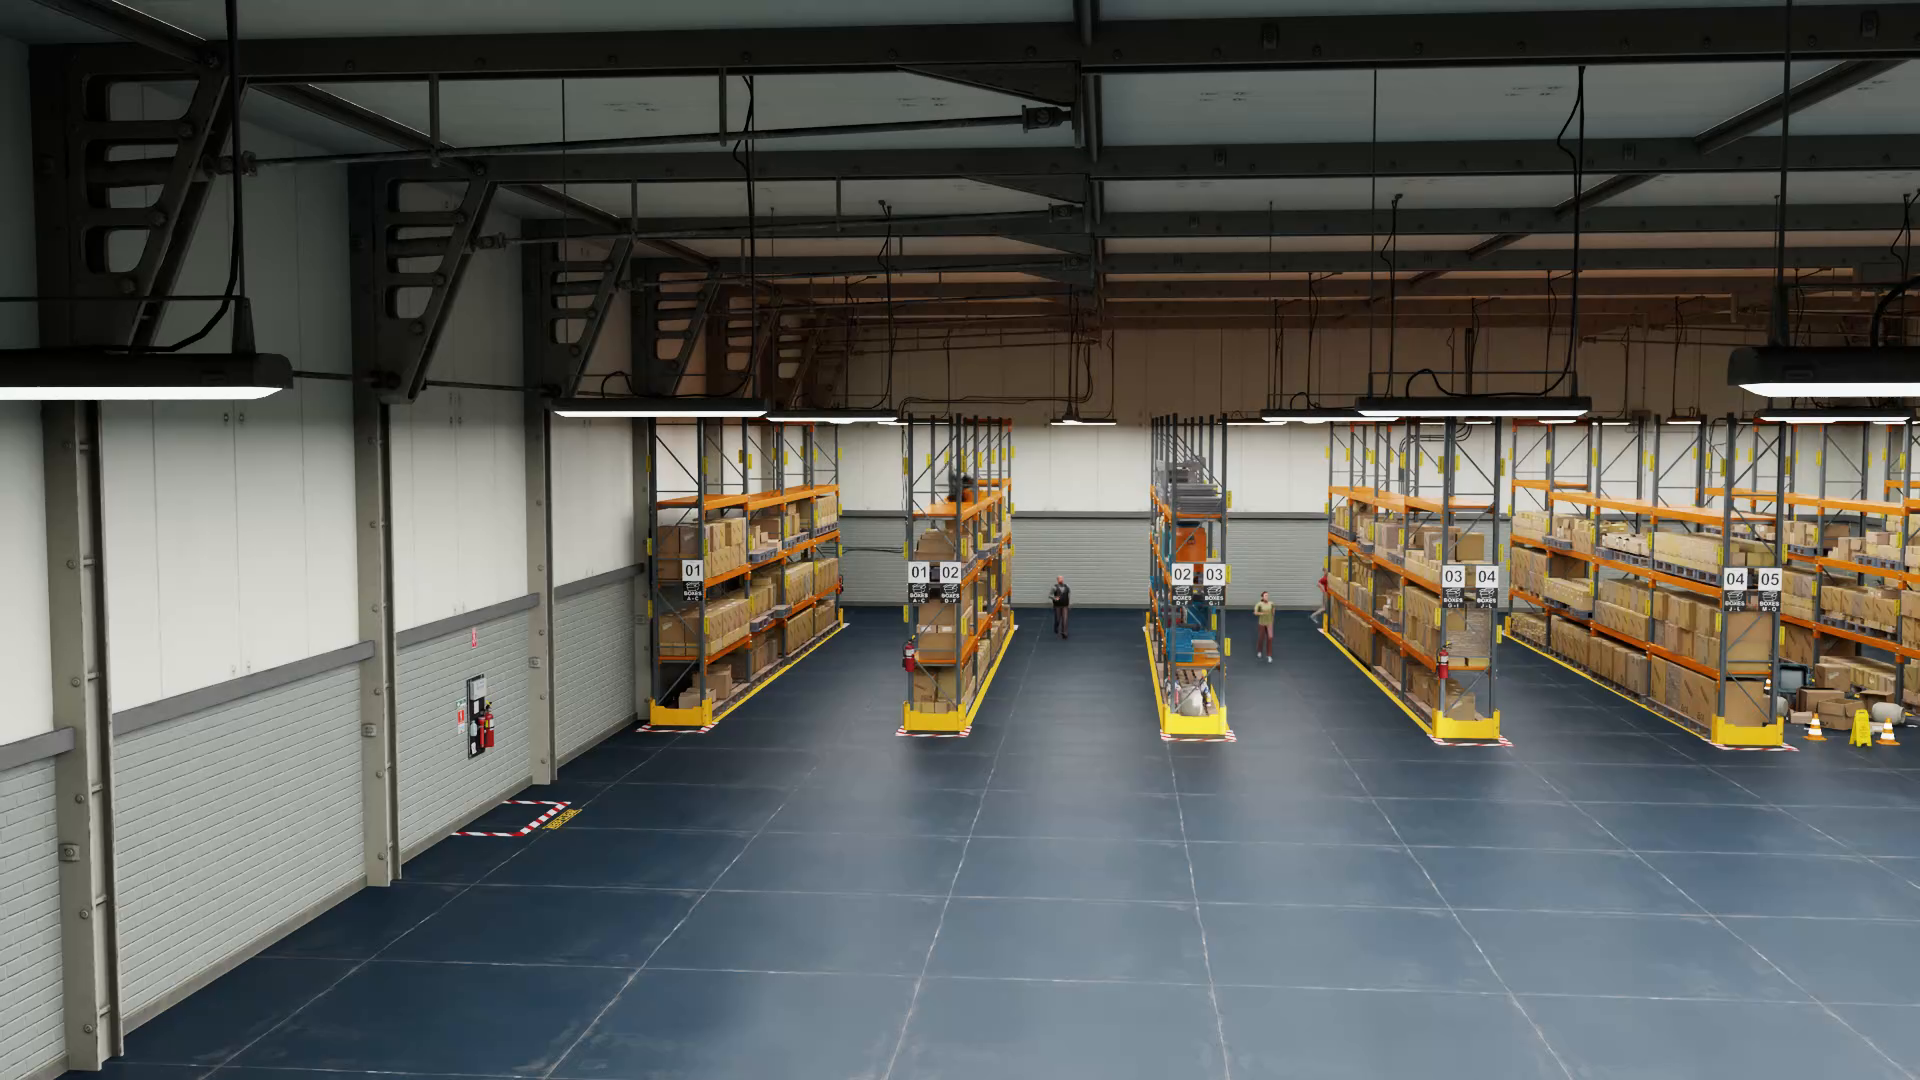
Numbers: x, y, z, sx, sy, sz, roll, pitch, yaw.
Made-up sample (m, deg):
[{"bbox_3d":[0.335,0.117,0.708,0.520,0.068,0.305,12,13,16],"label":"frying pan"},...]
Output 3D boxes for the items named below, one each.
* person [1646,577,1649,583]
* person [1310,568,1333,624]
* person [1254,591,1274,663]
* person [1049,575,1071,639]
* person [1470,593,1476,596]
[{"bbox_3d":[19.556,1.712,47.165,0.648,1.690,0.598,0,4,5],"label":"person"},{"bbox_3d":[10.561,1.631,47.800,0.988,1.707,0.656,1,4,16],"label":"person"},{"bbox_3d":[7.502,2.119,41.004,0.576,1.715,0.806,0,4,-3],"label":"person"},{"bbox_3d":[2.744,1.848,45.232,0.666,1.623,0.915,-1,4,-10],"label":"person"},{"bbox_3d":[13.895,1.790,45.812,0.701,1.712,0.640,3,5,40],"label":"person"}]
